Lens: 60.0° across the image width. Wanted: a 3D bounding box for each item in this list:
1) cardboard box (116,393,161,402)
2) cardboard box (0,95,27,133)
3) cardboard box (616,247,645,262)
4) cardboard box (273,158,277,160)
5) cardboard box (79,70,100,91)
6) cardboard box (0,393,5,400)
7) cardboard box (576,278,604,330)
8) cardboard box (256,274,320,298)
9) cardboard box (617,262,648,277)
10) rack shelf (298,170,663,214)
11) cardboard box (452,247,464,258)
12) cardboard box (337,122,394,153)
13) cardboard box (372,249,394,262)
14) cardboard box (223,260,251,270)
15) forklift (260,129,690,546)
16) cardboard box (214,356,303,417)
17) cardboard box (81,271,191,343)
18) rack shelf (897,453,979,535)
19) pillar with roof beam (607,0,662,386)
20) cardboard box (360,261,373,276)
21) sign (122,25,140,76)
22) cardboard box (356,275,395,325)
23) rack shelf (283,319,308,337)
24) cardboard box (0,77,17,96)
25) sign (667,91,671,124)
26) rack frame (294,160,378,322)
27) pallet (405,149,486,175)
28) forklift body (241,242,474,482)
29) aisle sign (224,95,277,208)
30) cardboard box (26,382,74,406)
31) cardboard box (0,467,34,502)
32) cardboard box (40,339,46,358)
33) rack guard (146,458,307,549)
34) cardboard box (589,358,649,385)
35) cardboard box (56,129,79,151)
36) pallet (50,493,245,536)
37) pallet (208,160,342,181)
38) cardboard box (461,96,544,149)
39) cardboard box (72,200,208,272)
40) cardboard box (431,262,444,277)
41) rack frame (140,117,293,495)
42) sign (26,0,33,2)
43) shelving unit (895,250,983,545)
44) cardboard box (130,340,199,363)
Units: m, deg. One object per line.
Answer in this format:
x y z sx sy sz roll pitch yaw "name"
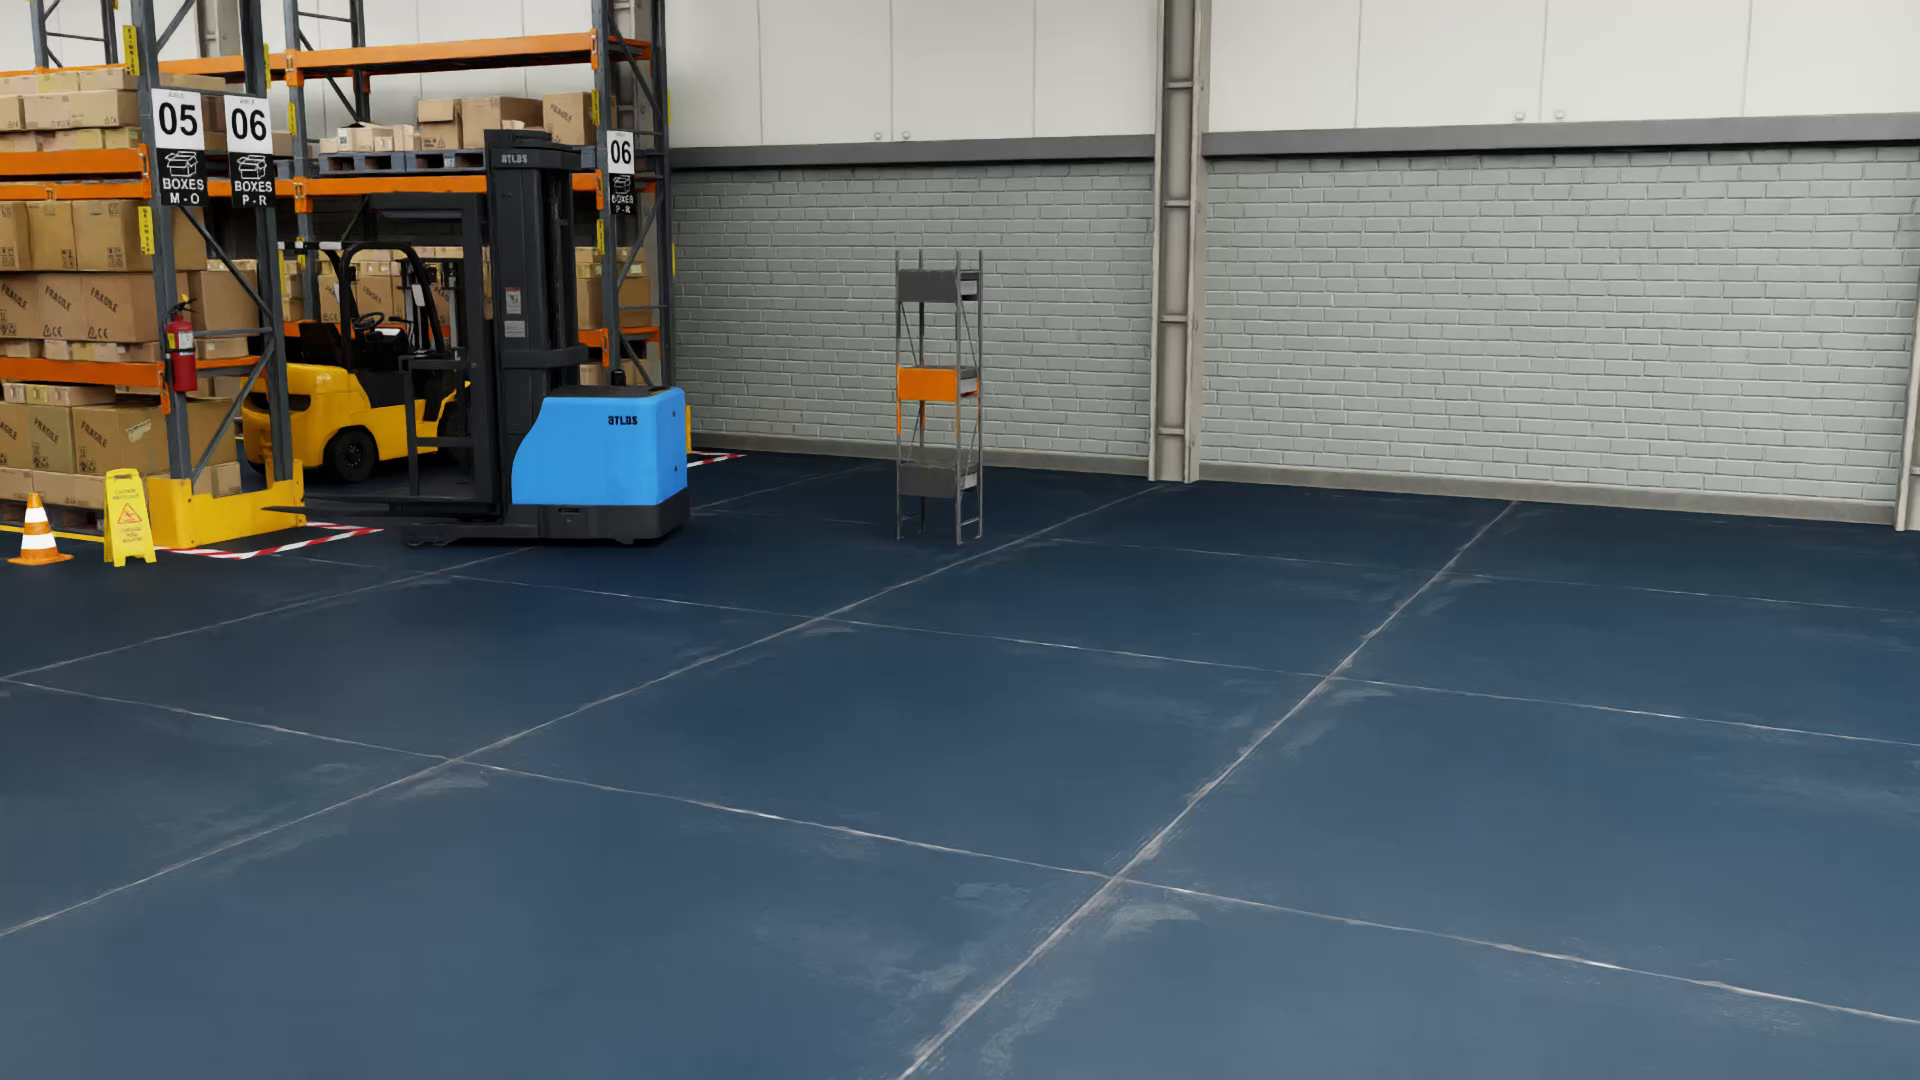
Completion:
-6.475 -0.883 13.120 0.500 0.500 0.500 5 11 24 "cardboard box"
-6.878 -3.136 12.297 0.500 0.250 0.500 5 12 27 "cardboard box"
-3.395 -2.878 16.774 0.250 0.149 0.380 5 11 25 "cardboard box"
-7.728 -4.325 18.529 0.250 0.149 0.380 5 11 26 "cardboard box"
-6.030 -3.261 11.867 0.250 0.149 0.380 5 12 27 "cardboard box"
-7.610 -0.877 13.087 0.500 0.500 0.500 6 12 29 "cardboard box"
-3.746 -2.349 16.506 0.500 0.500 0.500 5 11 25 "cardboard box"
-7.329 -2.788 18.231 0.500 0.250 0.500 5 11 25 "cardboard box"
-3.378 -2.739 16.842 0.250 0.149 0.380 5 11 24 "cardboard box"
-4.982 -3.583 17.200 4.000 0.370 1.077 5 11 26 "rack shelf"
-4.981 -2.932 17.072 0.250 0.149 0.380 5 11 27 "cardboard box"
-6.138 -4.202 17.391 0.500 0.311 0.500 5 12 27 "cardboard box"
-5.929 -2.999 17.440 0.250 0.149 0.380 5 12 27 "cardboard box"
-7.911 -3.023 18.407 0.250 0.149 0.380 5 11 24 "cardboard box"
-3.620 -1.491 12.237 3.031 2.935 1.130 1 10 4 "forklift"
-7.941 -1.758 19.010 0.625 0.625 0.875 5 11 25 "cardboard box"
-5.990 -1.704 12.108 0.500 0.500 0.500 5 11 25 "cardboard box"
-0.148 -0.344 12.242 0.480 0.518 0.431 5 11 26 "rack shelf"
-5.319 -4.766 13.297 0.400 9.000 9.100 5 11 26 "pillar with roof beam"
-6.128 -2.883 17.636 0.250 0.149 0.380 5 11 26 "cardboard box"
-5.645 -3.335 11.323 0.005 0.325 0.100 5 11 26 "sign"
-6.019 -2.552 17.629 0.500 0.500 0.500 5 12 27 "cardboard box"
-8.569 -2.422 19.209 4.000 0.370 1.077 5 11 26 "rack shelf"
-6.911 -3.351 12.368 0.250 0.149 0.380 5 11 24 "cardboard box"
-2.938 -4.336 16.667 0.005 0.325 0.100 5 11 26 "sign"
-6.776 -2.618 18.274 0.127 3.000 1.000 5 11 26 "rack frame"
-4.909 -3.891 17.134 1.213 0.211 1.003 5 11 26 "pallet"
-5.697 -1.743 15.823 1.214 2.155 2.313 5 11 26 "forklift body"
-5.189 -2.834 12.165 0.004 0.787 0.394 5 11 26 "aisle sign"
-6.798 -1.112 12.565 0.250 0.149 0.380 5 12 27 "cardboard box"
-7.158 -0.467 12.928 0.500 0.250 0.500 5 11 24 "cardboard box"
-6.720 -1.466 12.611 0.250 0.149 0.380 5 11 27 "cardboard box"
-5.450 -0.286 12.406 0.348 0.500 1.175 5 11 26 "rack guard"
-3.536 -1.717 17.027 0.500 0.250 0.500 5 11 25 "cardboard box"
-6.286 -2.887 12.039 0.250 0.149 0.380 5 12 28 "cardboard box"
-6.163 -0.213 12.817 1.213 0.211 1.003 5 11 26 "pallet"
-7.573 -4.067 18.396 1.217 0.209 0.805 5 11 24 "pallet"
-4.568 -4.177 16.722 0.500 0.500 0.700 5 11 26 "cardboard box"
-5.936 -2.203 12.056 0.500 0.500 0.700 5 11 24 "cardboard box"
-5.229 -2.794 17.145 0.250 0.149 0.380 5 11 25 "cardboard box"
-5.382 -1.510 12.150 0.127 3.000 1.000 5 11 26 "rack frame"
-10.594 -6.297 18.908 0.005 0.325 0.100 5 11 26 "sign"
-0.148 -1.046 12.115 0.503 2.100 0.431 5 11 26 "shelving unit"
-5.812 -1.382 12.147 0.250 0.149 0.380 5 12 28 "cardboard box"
